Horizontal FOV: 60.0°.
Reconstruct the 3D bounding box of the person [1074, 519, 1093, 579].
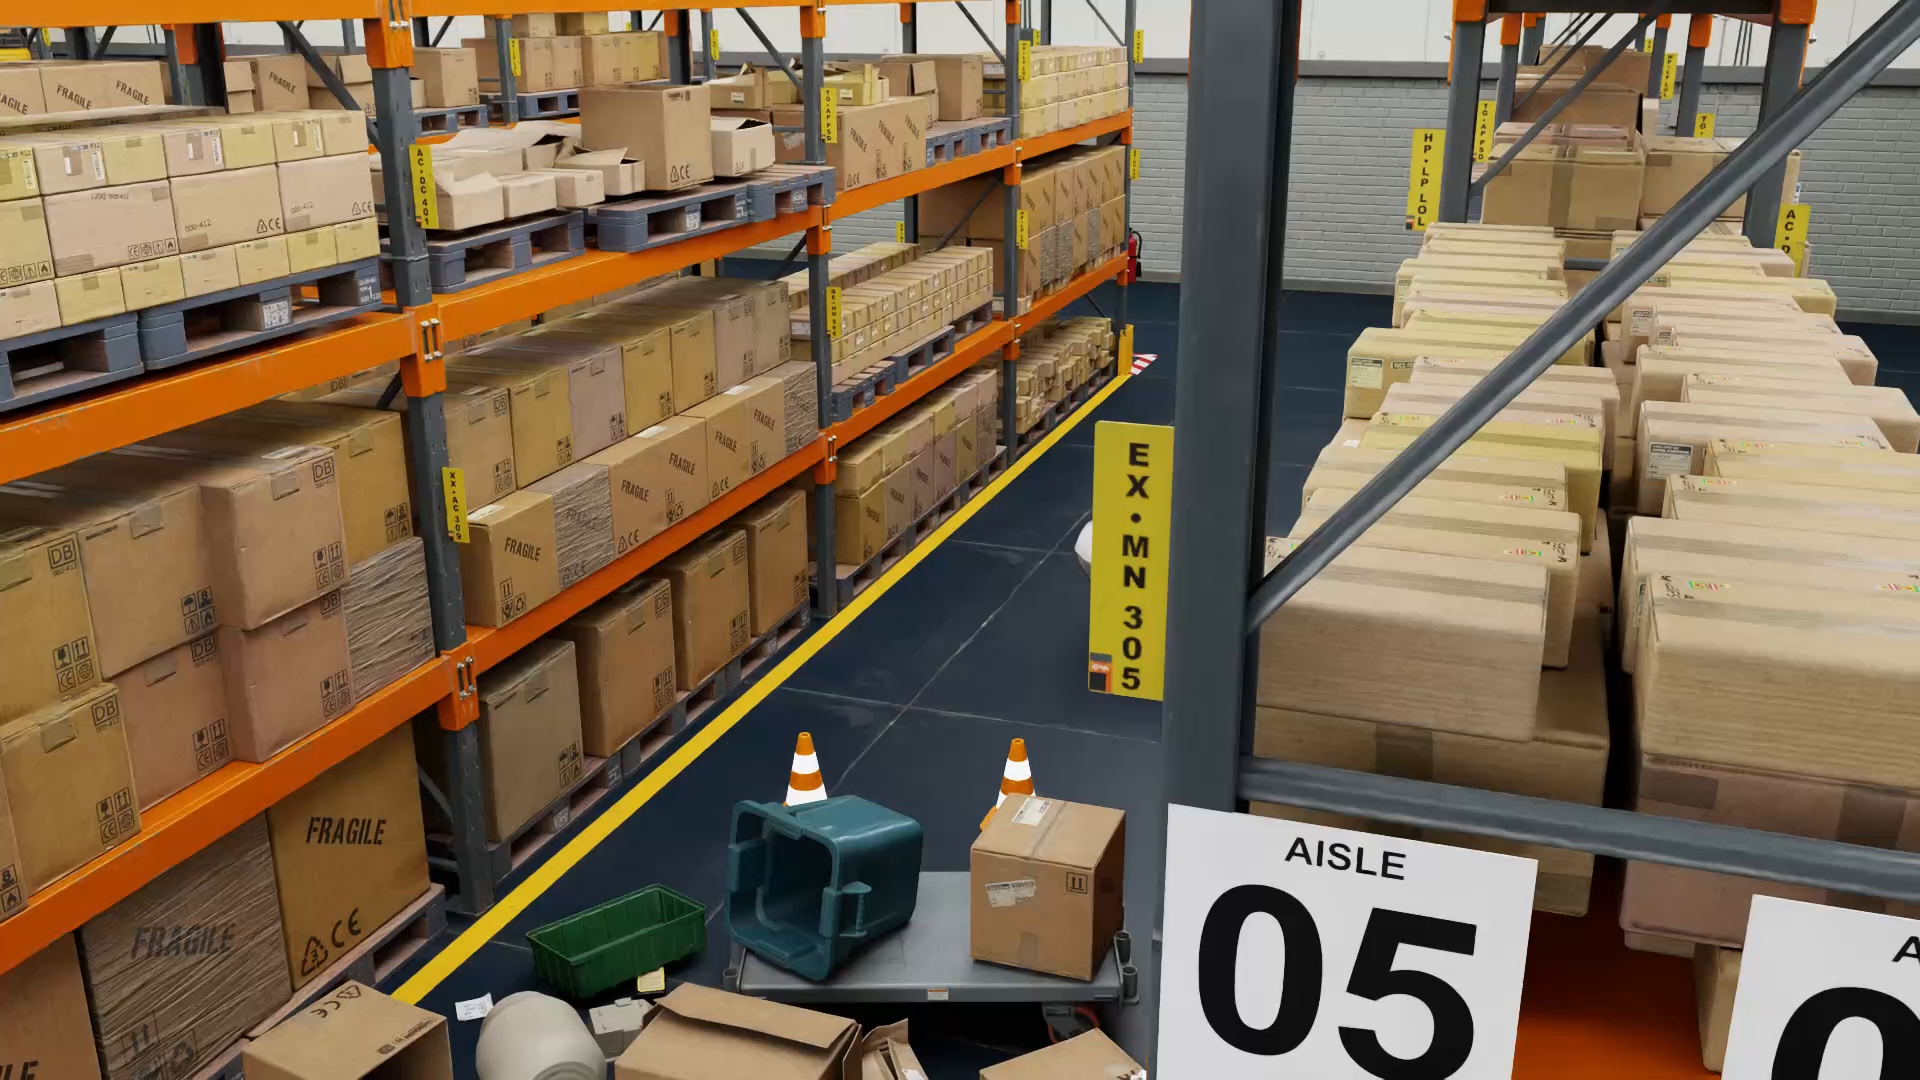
[{"bbox_3d":[1.224,0.217,10.614,0.973,0.988,0.506,6,19,16],"label":"person"}]
